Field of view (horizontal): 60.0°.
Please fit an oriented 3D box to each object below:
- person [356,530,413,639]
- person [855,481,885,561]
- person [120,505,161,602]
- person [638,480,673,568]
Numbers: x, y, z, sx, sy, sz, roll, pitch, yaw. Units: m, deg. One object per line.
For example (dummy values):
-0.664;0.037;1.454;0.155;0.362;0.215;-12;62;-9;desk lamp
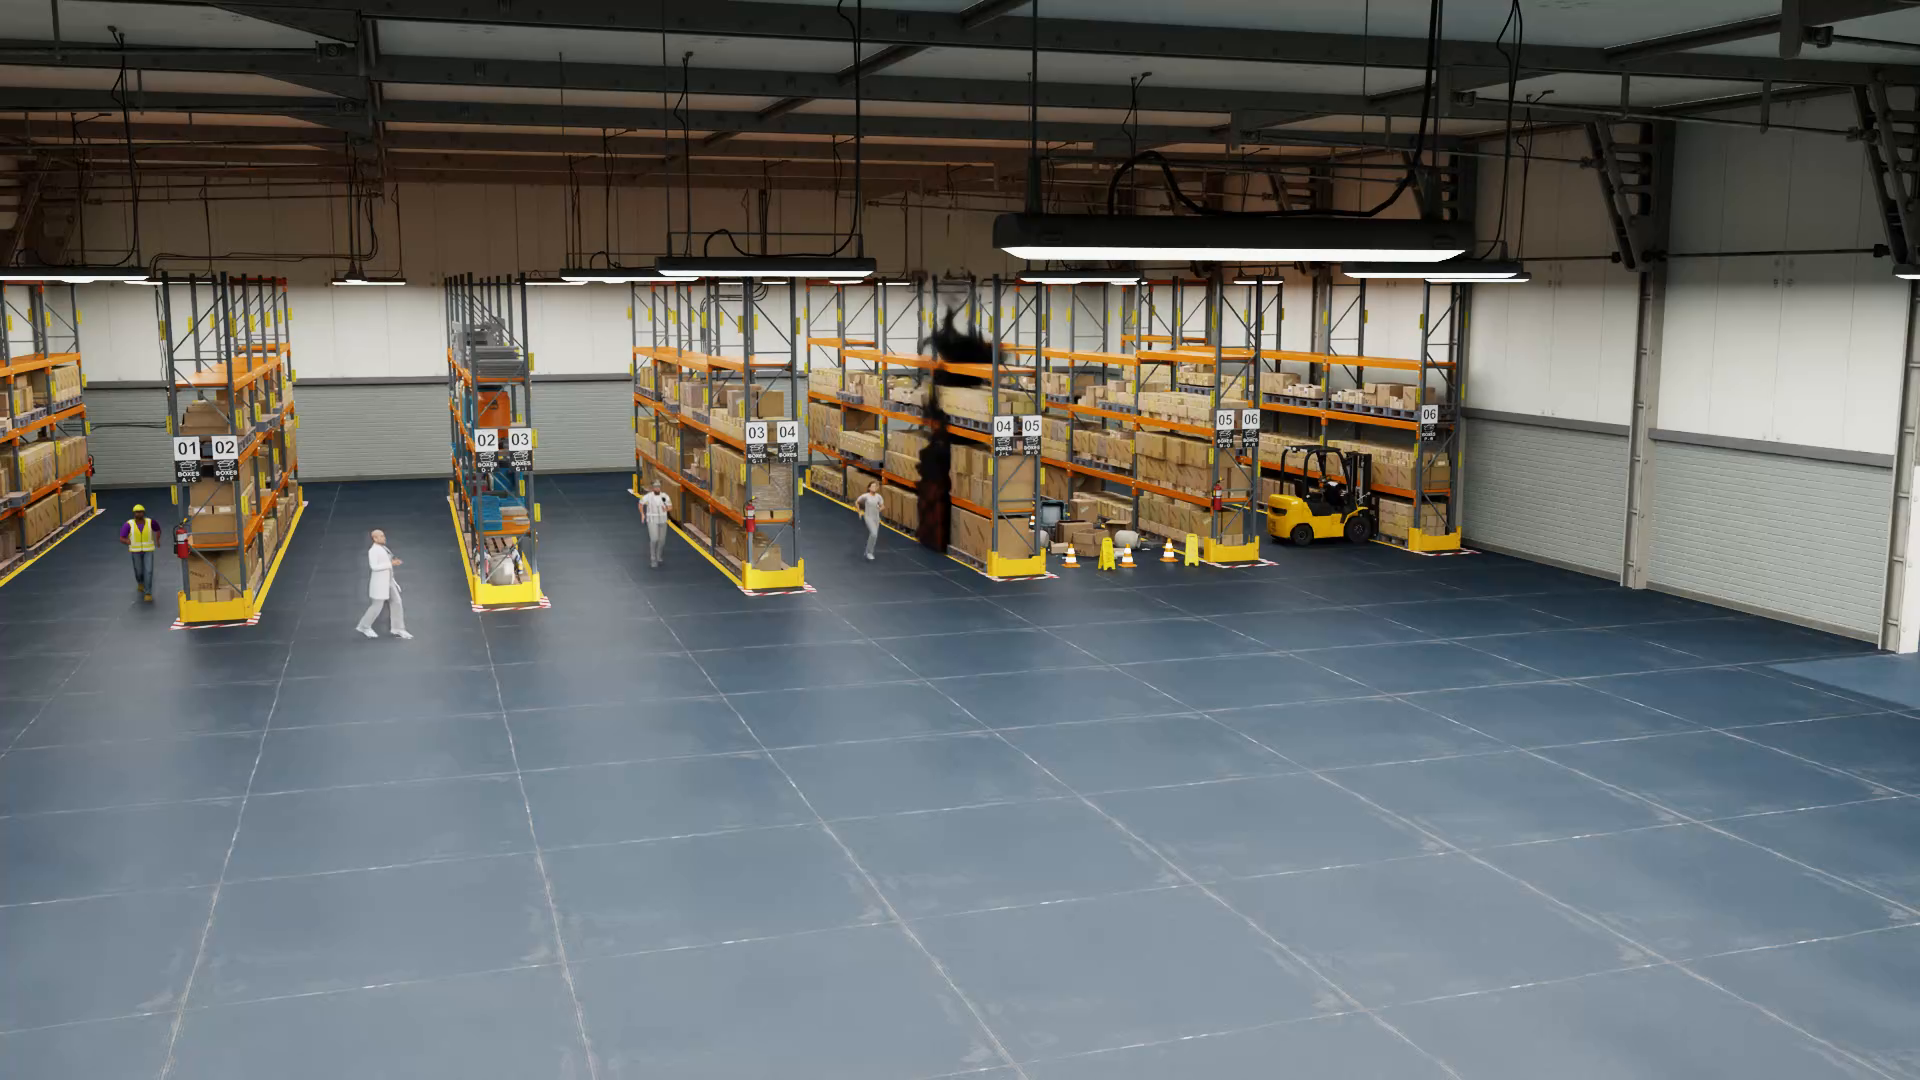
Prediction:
-9.468;0.732;27.214;0.897;1.816;0.693;1;9;5;person
-1.865;-0.410;35.276;0.549;1.684;0.673;-6;10;-34;person
-15.122;0.218;30.744;0.700;1.762;0.957;-4;10;-27;person
-6.281;-0.334;34.509;0.633;1.849;0.761;-4;10;-27;person
